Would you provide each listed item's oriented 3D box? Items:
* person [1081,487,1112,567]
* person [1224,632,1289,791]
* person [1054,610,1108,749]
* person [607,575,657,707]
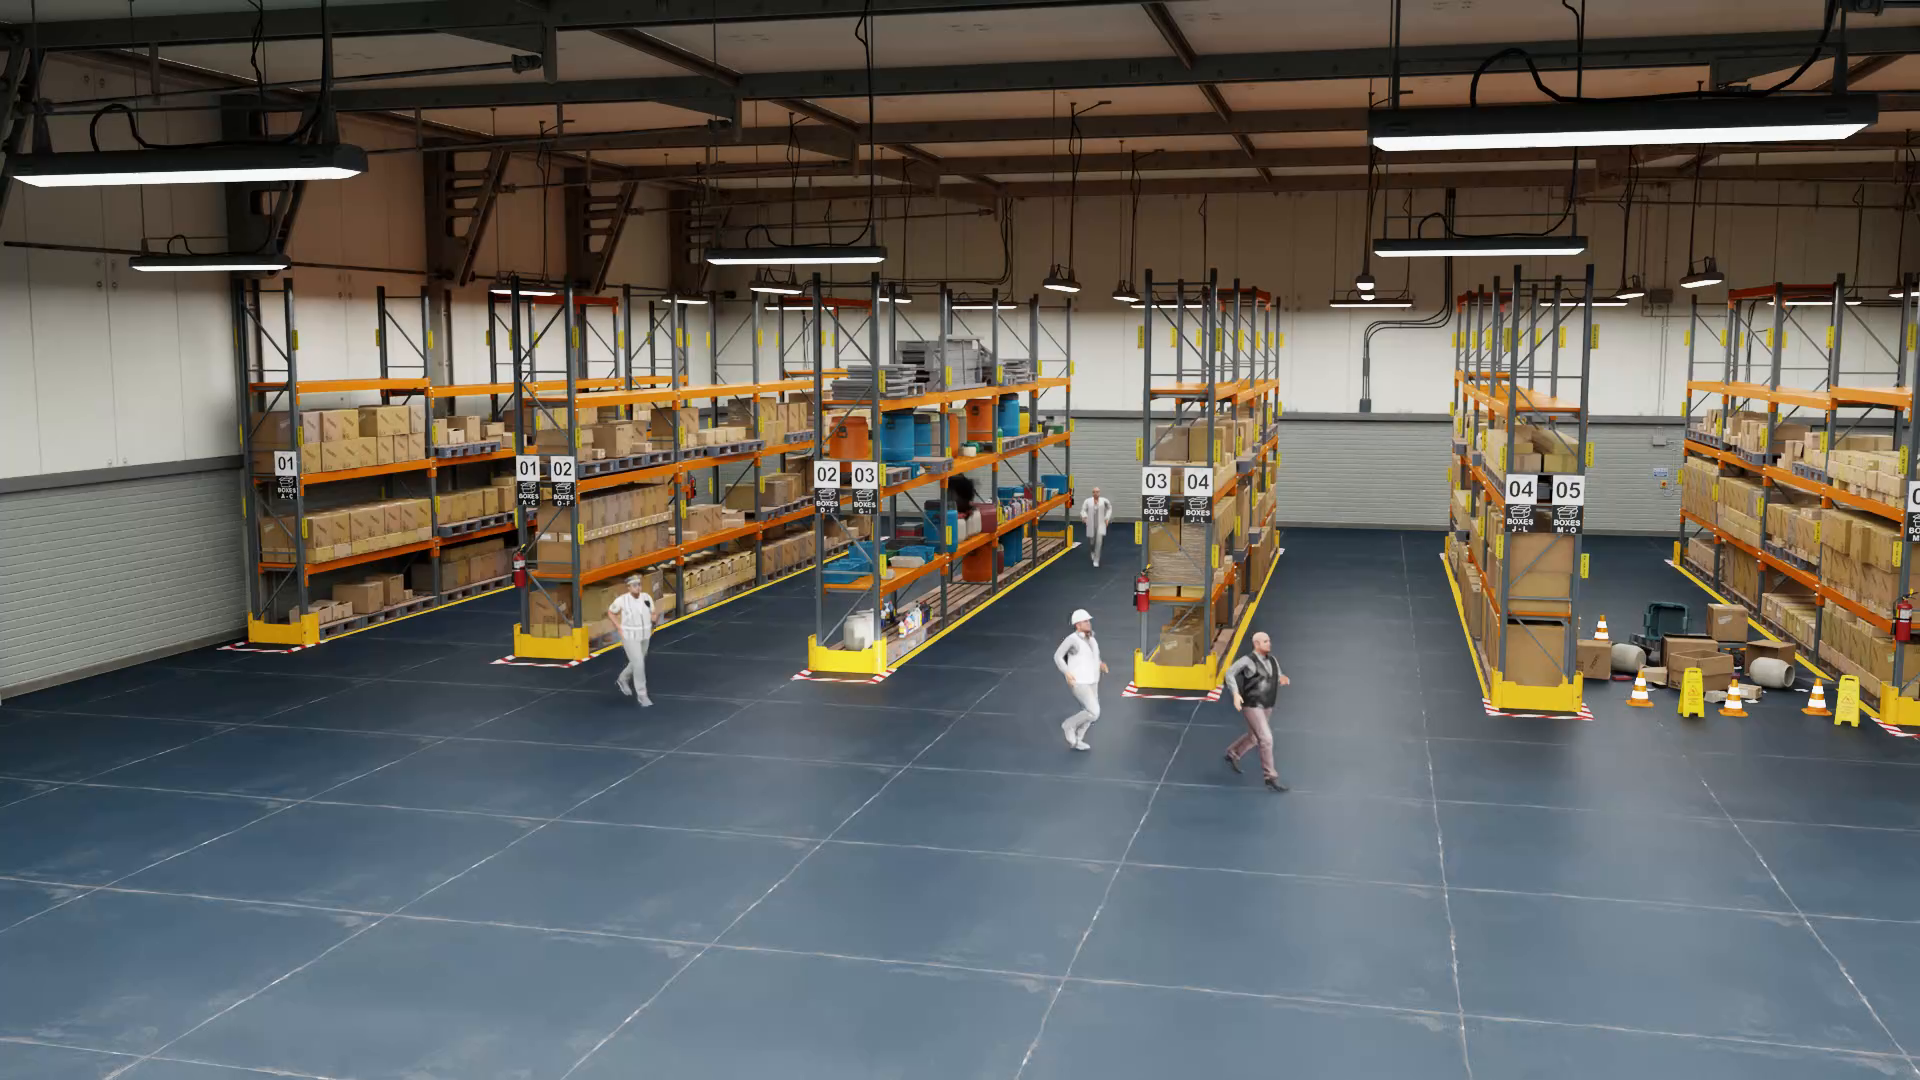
[{"bbox_3d":[3.043,-0.317,37.200,0.680,1.759,0.912,1,7,7],"label":"person"},{"bbox_3d":[3.337,1.883,18.708,0.646,1.728,0.953,-6,9,-43],"label":"person"},{"bbox_3d":[1.538,1.715,20.266,0.575,1.726,0.645,6,9,39],"label":"person"},{"bbox_3d":[-4.495,1.363,23.081,0.912,1.816,0.641,7,10,44],"label":"person"}]
